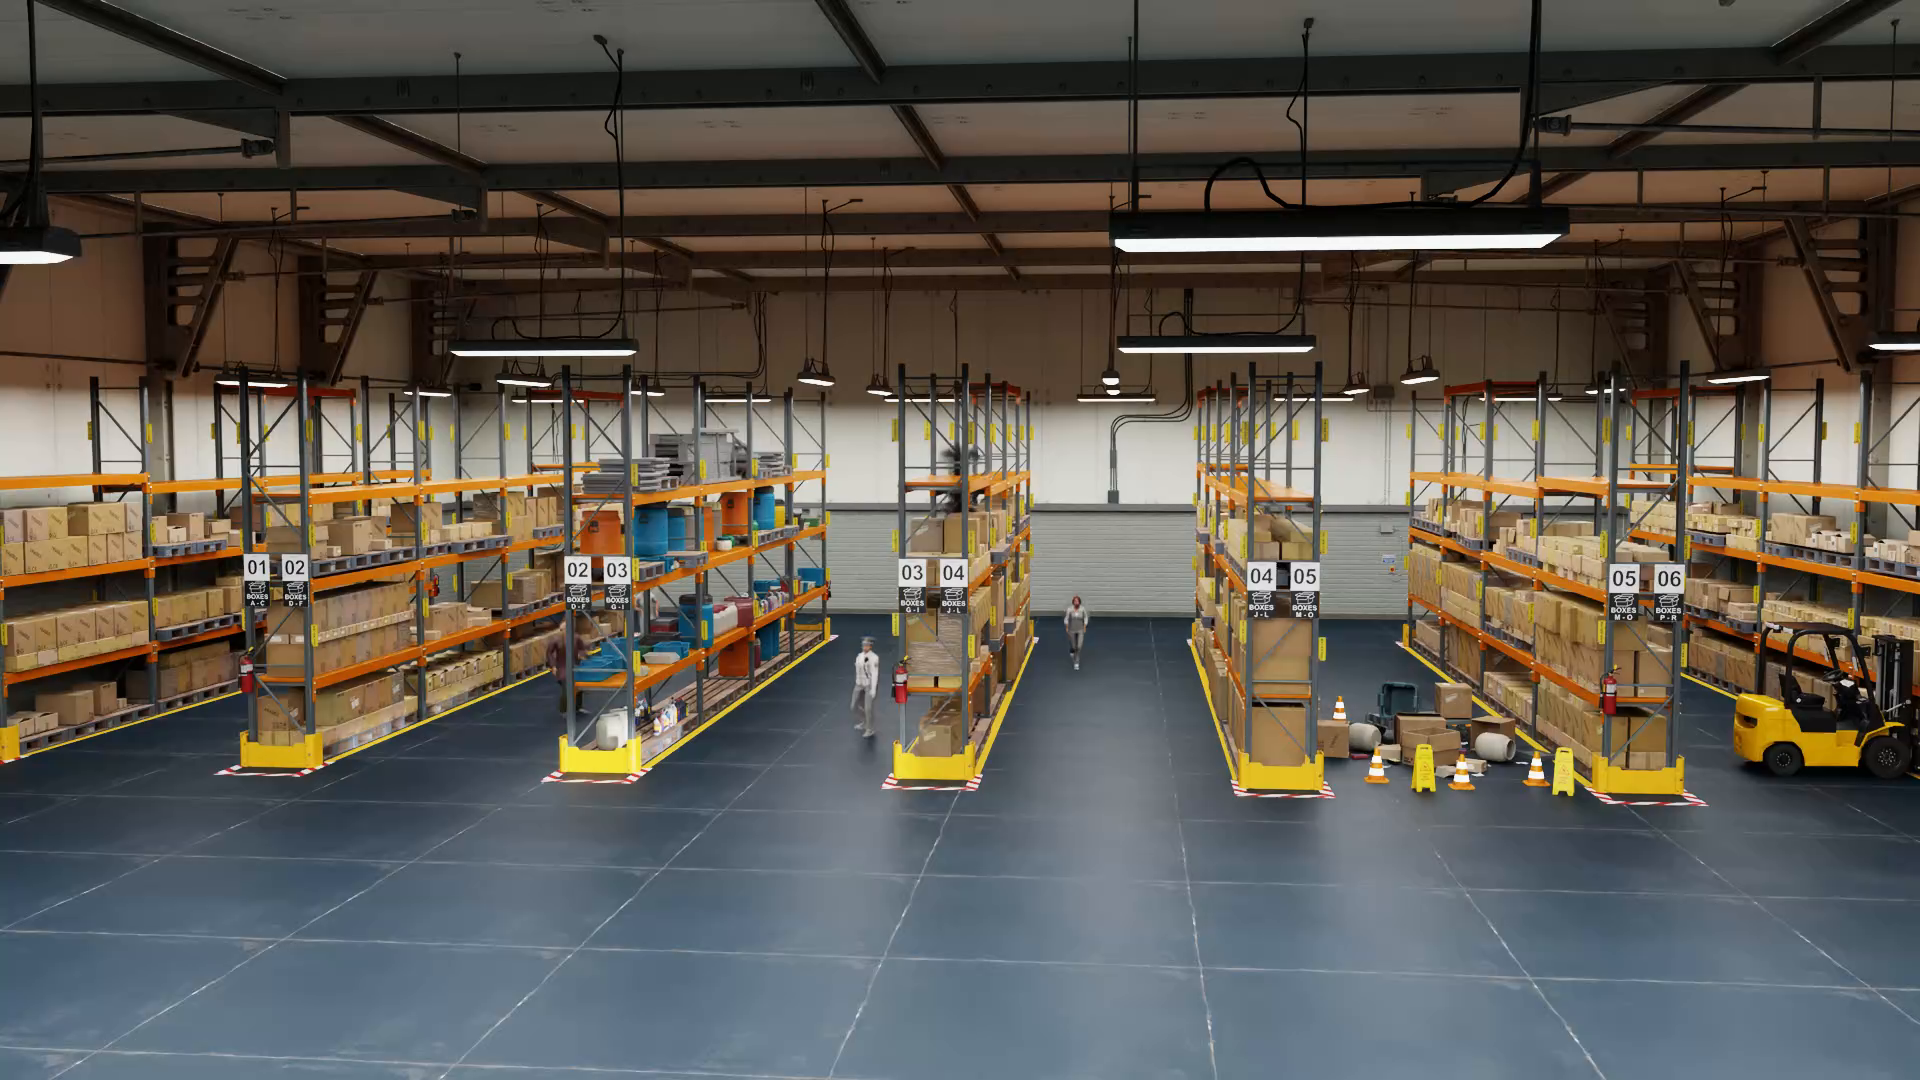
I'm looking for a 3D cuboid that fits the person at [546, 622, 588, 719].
[{"bbox_3d":[-6.877,2.295,29.302,0.729,1.718,0.819,-3,4,-34],"label":"person"}]

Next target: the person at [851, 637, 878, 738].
[{"bbox_3d":[-1.542,2.422,27.404,0.605,1.699,0.481,3,5,39],"label":"person"}]

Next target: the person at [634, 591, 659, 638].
[{"bbox_3d":[-7.220,1.768,38.265,0.568,1.561,0.803,-1,4,-8],"label":"person"}]

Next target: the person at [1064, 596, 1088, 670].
[{"bbox_3d":[2.480,1.960,35.498,0.520,1.559,0.646,0,4,0],"label":"person"}]
